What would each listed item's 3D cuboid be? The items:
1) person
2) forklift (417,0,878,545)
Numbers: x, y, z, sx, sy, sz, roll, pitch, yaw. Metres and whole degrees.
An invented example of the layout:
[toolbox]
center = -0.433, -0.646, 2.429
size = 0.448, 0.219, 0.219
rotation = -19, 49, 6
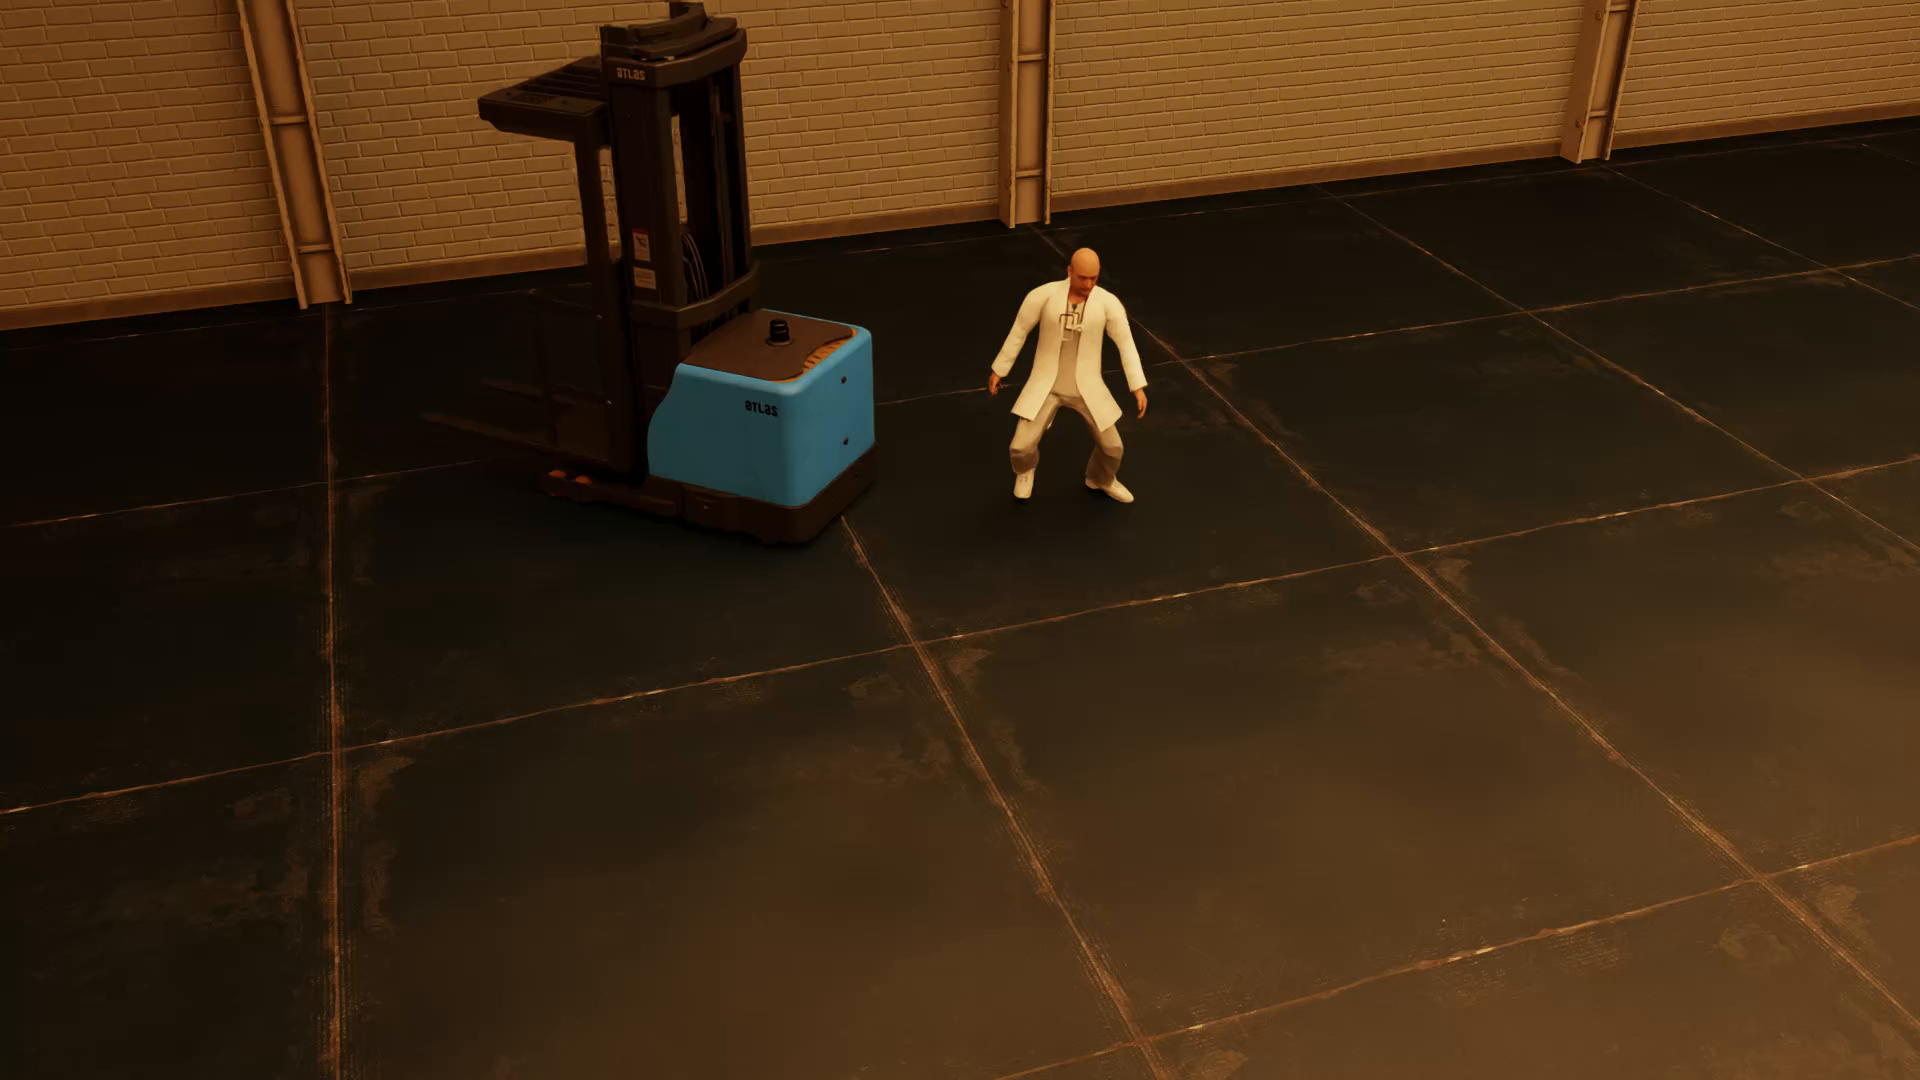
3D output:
[person]
center = 0.649, -0.950, 10.025
size = 0.962, 1.674, 0.590
rotation = 3, 30, 5
[forklift]
center = -2.081, -1.726, 10.087
size = 3.031, 2.935, 1.130
rotation = 13, 32, 21
